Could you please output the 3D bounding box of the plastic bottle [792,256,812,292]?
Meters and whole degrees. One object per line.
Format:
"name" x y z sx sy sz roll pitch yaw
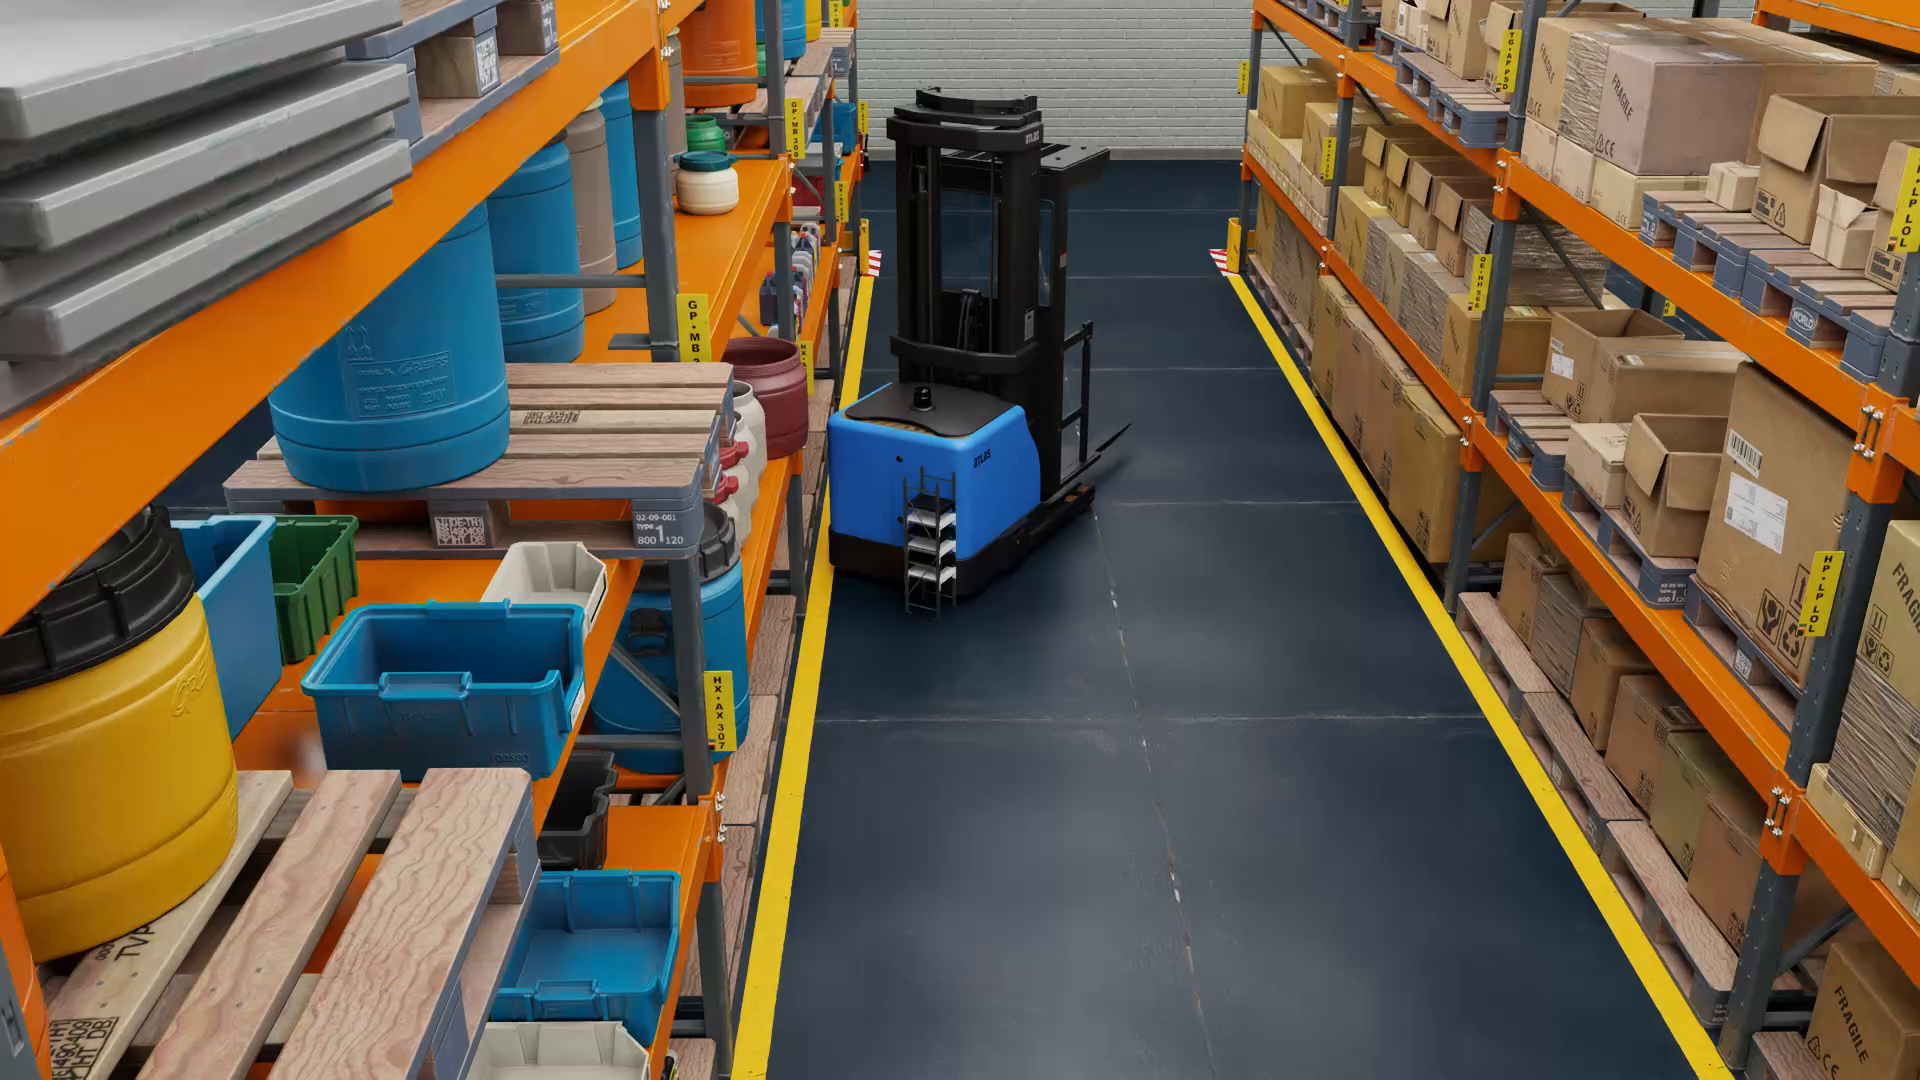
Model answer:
"plastic bottle" -1.153 -1.930 12.028 0.152 0.276 0.135 0 24 -1

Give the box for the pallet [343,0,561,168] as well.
"pallet" -1.351 -0.887 3.005 1.003 0.211 1.213 0 24 -1

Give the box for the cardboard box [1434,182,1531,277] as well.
"cardboard box" 3.509 -2.008 10.711 0.797 0.503 0.637 0 24 1

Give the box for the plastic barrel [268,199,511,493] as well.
"plastic barrel" -1.500 -0.641 4.269 0.600 0.901 0.708 0 24 -1

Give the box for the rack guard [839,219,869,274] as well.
"rack guard" -1.548 -3.081 17.455 1.175 0.500 0.348 0 24 -1

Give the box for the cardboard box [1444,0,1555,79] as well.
"cardboard box" 3.329 -3.145 10.294 0.500 0.500 0.500 1 24 2

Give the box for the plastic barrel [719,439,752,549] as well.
"plastic barrel" -1.208 -0.203 7.893 0.433 0.535 0.433 0 24 0

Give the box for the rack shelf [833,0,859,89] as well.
"rack shelf" -1.513 -4.425 14.626 1.077 0.370 4.000 0 24 -1

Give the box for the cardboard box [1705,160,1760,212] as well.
"cardboard box" 3.428 -1.511 7.085 0.380 0.166 0.250 -1 24 -2

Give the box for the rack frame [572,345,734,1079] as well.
"rack frame" -1.404 0.735 5.985 1.000 3.000 0.127 0 24 -1

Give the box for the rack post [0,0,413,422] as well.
"rack post" -1.242 -0.434 1.897 0.937 0.300 0.954 2 24 5

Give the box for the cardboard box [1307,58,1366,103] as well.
"cardboard box" 3.686 -4.441 16.341 0.500 0.500 0.500 0 24 0

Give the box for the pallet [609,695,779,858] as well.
"pallet" -1.468 1.178 8.389 1.003 0.211 1.213 0 24 -1

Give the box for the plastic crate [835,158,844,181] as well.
"plastic crate" -1.256 -3.316 15.072 0.416 0.233 0.300 0 24 -1

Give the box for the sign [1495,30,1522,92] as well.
"sign" 2.950 -2.575 8.939 0.100 0.325 0.005 0 24 -1

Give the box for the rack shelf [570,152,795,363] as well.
"rack shelf" -1.426 -1.128 7.337 1.077 0.370 4.000 0 24 -1

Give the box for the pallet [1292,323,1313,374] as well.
"pallet" 3.531 -1.627 14.591 1.003 0.211 1.213 0 24 -1

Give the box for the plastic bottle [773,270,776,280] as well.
"plastic bottle" -1.275 -1.824 11.800 0.097 0.271 0.097 0 24 0

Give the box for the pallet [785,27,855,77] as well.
"pallet" -1.385 -3.520 11.981 1.213 0.211 1.003 0 24 -1

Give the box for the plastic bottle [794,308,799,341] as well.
"plastic bottle" -1.112 -1.423 10.913 0.097 0.271 0.097 0 24 0

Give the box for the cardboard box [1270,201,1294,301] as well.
"cardboard box" 3.514 -2.817 15.907 0.875 0.875 0.875 0 24 -1

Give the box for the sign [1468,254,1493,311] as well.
"sign" 2.950 -1.459 9.431 0.100 0.325 0.005 0 24 -1

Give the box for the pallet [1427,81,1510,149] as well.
"pallet" 3.445 -2.481 9.685 1.213 0.211 1.003 1 24 2

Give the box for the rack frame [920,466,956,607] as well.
"rack frame" -0.133 -0.017 10.196 0.240 0.900 0.006 13 27 26

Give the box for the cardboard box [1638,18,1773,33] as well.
"cardboard box" 3.760 -2.380 8.505 0.500 0.500 0.500 0 24 1

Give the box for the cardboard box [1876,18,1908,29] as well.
"cardboard box" 8.147 -4.479 14.055 0.500 0.250 0.500 -1 24 -1

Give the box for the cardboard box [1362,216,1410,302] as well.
"cardboard box" 3.228 -2.025 11.967 0.500 0.500 0.500 -1 24 -2

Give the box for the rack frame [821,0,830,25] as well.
"rack frame" -1.491 -5.295 12.037 1.000 3.000 0.127 0 24 -1

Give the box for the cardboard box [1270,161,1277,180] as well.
"cardboard box" 3.108 -3.440 15.521 0.380 0.149 0.250 -1 24 -1

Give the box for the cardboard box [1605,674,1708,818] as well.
"cardboard box" 3.570 0.971 7.963 0.700 0.500 0.500 -2 24 -5

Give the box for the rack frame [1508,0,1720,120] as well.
"rack frame" 3.505 -3.669 8.442 1.000 3.000 0.127 0 24 -1

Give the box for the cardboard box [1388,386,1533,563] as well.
"cardboard box" 3.518 -0.443 10.659 1.225 0.875 0.875 -1 24 -3

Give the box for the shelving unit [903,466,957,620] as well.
"shelving unit" -0.182 0.020 10.114 0.258 0.900 0.210 13 27 26

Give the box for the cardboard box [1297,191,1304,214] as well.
"cardboard box" 3.122 -2.911 14.352 0.380 0.149 0.250 0 24 0

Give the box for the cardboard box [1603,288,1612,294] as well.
"cardboard box" 3.764 -1.395 10.573 0.500 0.500 0.500 -1 24 -2

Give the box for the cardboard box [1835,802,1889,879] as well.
"cardboard box" 3.240 1.020 5.659 0.380 0.149 0.250 0 24 -1

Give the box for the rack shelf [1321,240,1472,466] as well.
"rack shelf" 3.483 -1.432 11.649 1.077 0.370 4.000 0 24 -1

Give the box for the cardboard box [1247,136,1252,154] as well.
"cardboard box" 3.091 -3.970 16.692 0.380 0.149 0.250 0 24 0

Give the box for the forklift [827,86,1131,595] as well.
"forklift" 0.298 -1.562 11.147 1.130 2.935 3.031 13 27 26

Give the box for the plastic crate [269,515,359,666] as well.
"plastic crate" -1.659 0.116 3.970 0.336 0.188 0.450 0 24 -1

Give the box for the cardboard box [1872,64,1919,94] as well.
"cardboard box" 8.144 -3.818 14.355 0.500 0.500 0.500 0 24 1

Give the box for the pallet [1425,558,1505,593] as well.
"pallet" 3.572 0.010 10.972 1.003 0.211 1.213 0 24 -1

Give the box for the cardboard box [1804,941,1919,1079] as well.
"cardboard box" 3.513 1.825 6.098 0.500 0.500 0.500 -1 24 -2

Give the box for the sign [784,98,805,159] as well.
"sign" -0.898 -2.238 9.045 0.100 0.325 0.005 0 24 -1

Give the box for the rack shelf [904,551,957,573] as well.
"rack shelf" -0.182 0.132 10.165 0.258 0.077 0.200 13 27 26

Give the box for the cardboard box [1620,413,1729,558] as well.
"cardboard box" 3.437 -0.240 7.505 0.797 0.503 0.637 2 24 5

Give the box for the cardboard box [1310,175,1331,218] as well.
"cardboard box" 3.194 -2.832 13.692 0.500 0.250 0.500 -1 24 -2

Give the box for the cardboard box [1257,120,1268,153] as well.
"cardboard box" 3.165 -3.886 16.023 0.500 0.250 0.500 -1 24 -1

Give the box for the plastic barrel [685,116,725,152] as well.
"plastic barrel" -1.394 -2.108 8.819 0.294 0.245 0.294 0 24 0

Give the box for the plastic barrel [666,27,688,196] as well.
"plastic barrel" -1.656 -2.169 8.157 0.600 0.901 0.600 0 24 0

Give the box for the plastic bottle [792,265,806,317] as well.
"plastic bottle" -1.142 -1.708 11.446 0.144 0.351 0.185 0 24 -1

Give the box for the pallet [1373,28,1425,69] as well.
"pallet" 3.521 -3.486 11.909 0.805 0.209 1.217 -1 24 -3

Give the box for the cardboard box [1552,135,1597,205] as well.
"cardboard box" 3.261 -1.828 8.193 0.500 0.250 0.500 0 24 1

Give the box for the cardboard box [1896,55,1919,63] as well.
"cardboard box" 8.661 -4.021 14.805 0.500 0.500 0.500 -1 24 -2

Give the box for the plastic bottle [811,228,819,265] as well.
"plastic bottle" -1.116 -2.252 12.732 0.061 0.283 0.133 0 24 -1
